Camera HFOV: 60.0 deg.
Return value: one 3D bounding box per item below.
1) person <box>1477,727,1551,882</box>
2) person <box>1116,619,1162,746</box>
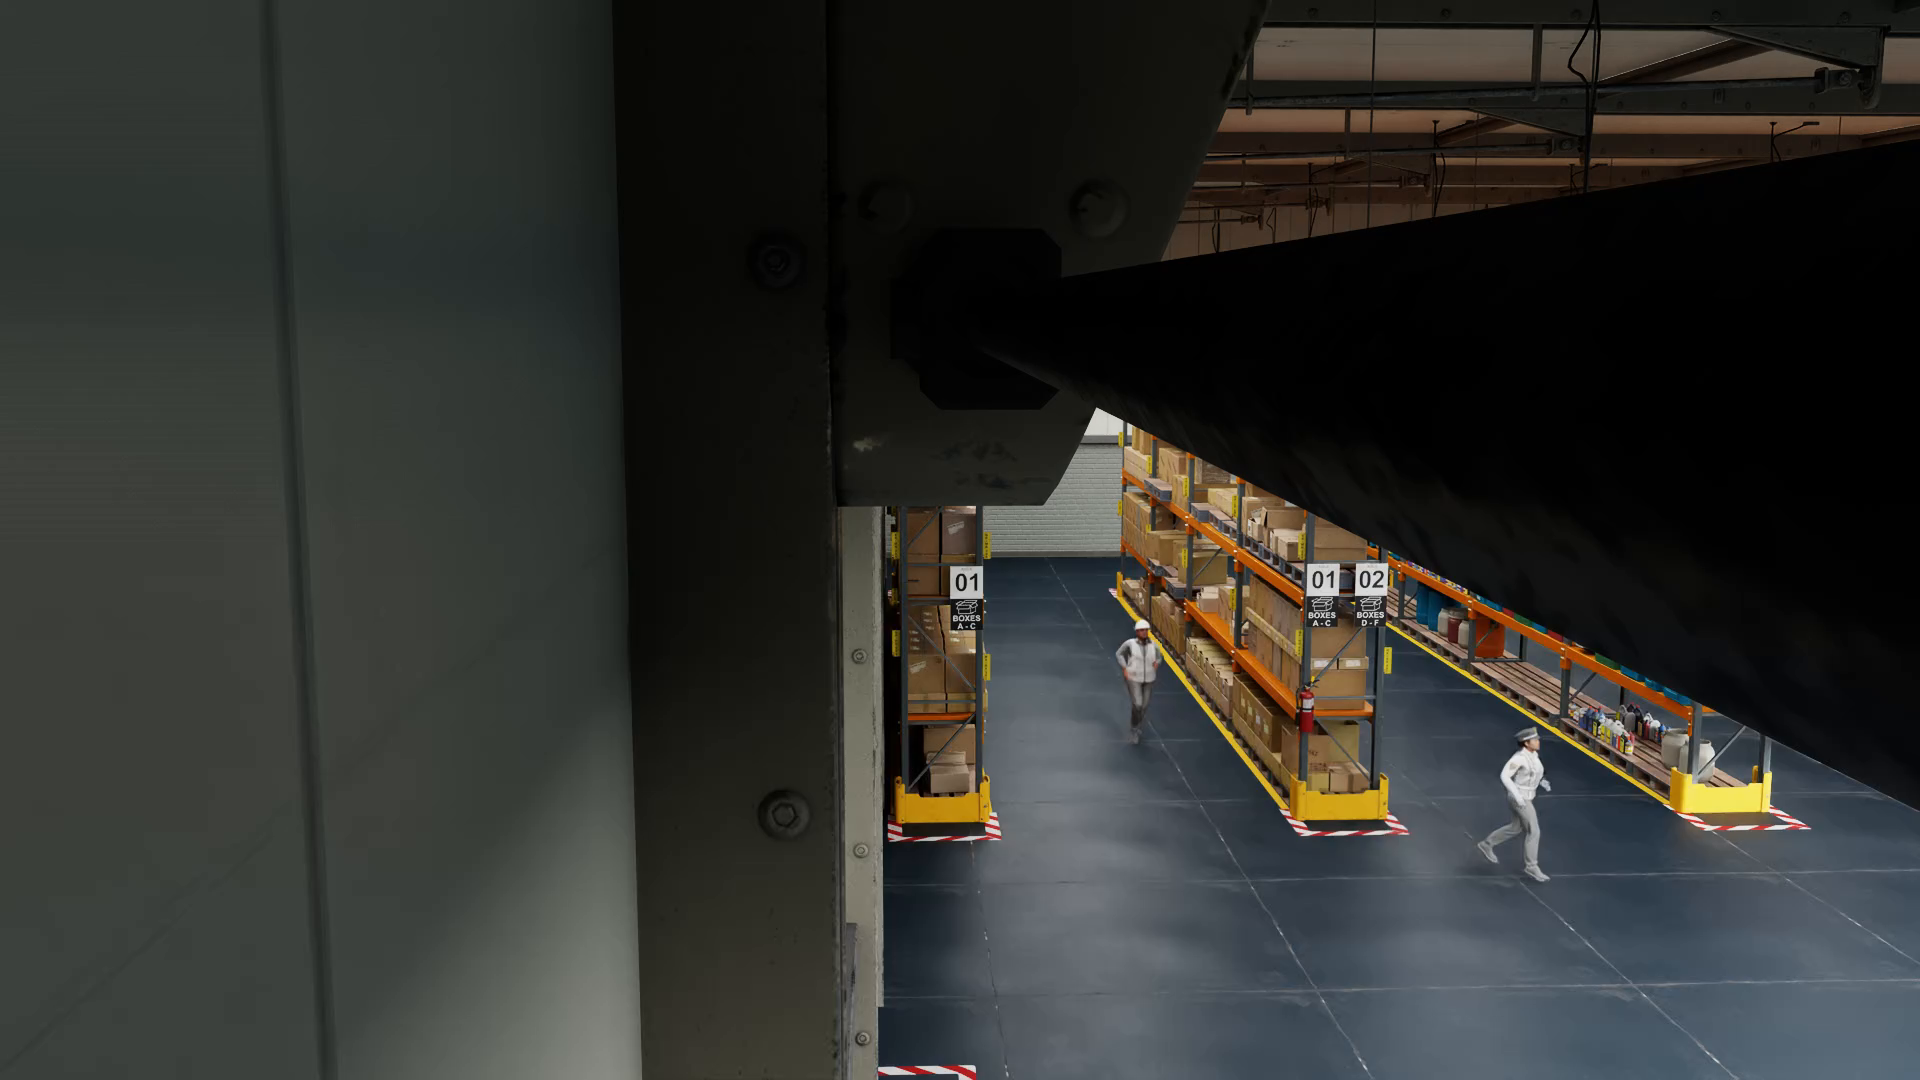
[{"bbox_3d":[6.230,2.898,18.554,0.790,1.718,0.614,5,9,31],"label":"person"},{"bbox_3d":[2.626,2.052,24.116,0.635,1.814,0.752,-2,8,-14],"label":"person"}]
